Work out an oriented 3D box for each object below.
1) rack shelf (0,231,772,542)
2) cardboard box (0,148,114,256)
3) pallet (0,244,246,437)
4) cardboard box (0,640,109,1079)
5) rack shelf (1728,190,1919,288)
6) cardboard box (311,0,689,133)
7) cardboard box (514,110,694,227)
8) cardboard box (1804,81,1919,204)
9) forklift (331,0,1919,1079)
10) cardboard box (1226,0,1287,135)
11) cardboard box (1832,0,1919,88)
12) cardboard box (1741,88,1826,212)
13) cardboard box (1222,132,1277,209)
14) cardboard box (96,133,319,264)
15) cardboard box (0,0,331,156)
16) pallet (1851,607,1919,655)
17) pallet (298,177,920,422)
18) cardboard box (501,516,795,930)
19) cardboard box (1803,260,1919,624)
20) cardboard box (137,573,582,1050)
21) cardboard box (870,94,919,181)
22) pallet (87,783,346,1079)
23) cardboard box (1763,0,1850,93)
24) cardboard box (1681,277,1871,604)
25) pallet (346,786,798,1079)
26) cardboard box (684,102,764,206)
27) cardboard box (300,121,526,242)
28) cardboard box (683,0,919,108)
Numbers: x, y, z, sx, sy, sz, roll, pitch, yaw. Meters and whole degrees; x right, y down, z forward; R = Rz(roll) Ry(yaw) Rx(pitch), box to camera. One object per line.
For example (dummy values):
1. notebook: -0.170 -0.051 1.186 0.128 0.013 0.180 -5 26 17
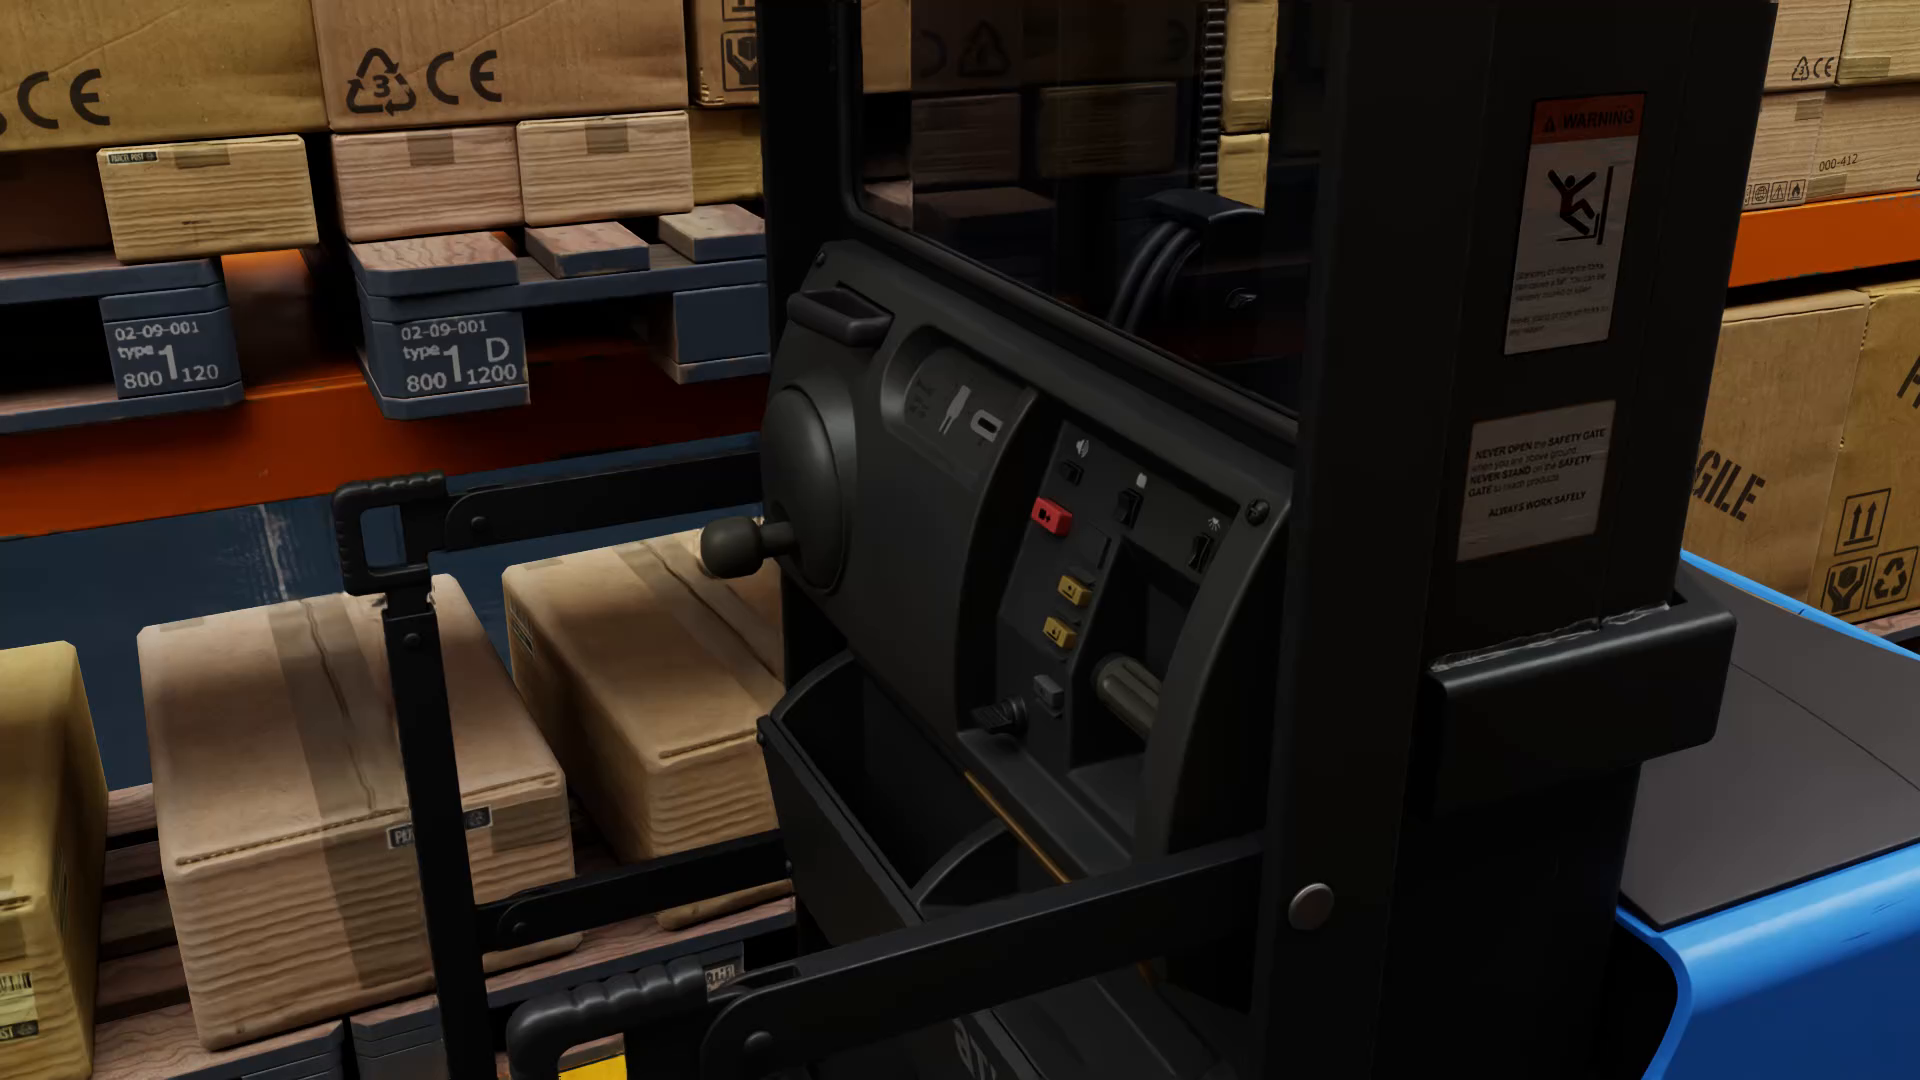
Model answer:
1. rack shelf: -1.781 -0.122 2.562 4.000 0.370 1.077 -10 25 -24
2. cardboard box: -1.344 -0.514 2.349 0.250 0.149 0.380 -10 25 -23
3. pallet: -1.745 -0.355 2.435 1.213 0.211 1.003 -10 25 -24
4. cardboard box: -1.840 0.574 2.829 0.625 0.372 0.950 -10 24 -22
5. rack shelf: 1.823 -0.785 4.165 4.000 0.370 1.077 -10 25 -24
6. cardboard box: -0.729 -0.903 2.440 0.500 0.500 0.500 -11 25 -24
7. cardboard box: -0.590 -0.602 2.561 0.250 0.149 0.380 -11 25 -24
8. cardboard box: 1.944 -0.970 3.868 0.500 0.250 0.500 -10 25 -24
9. forklift: -0.186 -0.035 1.503 3.031 2.935 1.130 -10 25 -23
10. cardboard box: 0.584 -0.946 3.157 0.500 0.250 0.500 -11 25 -24
11. cardboard box: 1.968 -1.190 3.745 0.500 0.250 0.500 -10 24 -23
12. cardboard box: 1.501 -0.887 3.667 0.500 0.250 0.500 -10 24 -22
13. cardboard box: 0.571 -0.711 3.241 0.500 0.250 0.500 -11 25 -25
14. cardboard box: -1.063 -0.512 2.344 0.250 0.149 0.380 -10 24 -23
15. cardboard box: -1.184 -0.818 2.237 0.500 0.500 0.500 -12 25 -27
16. pallet: 1.862 0.197 4.498 1.213 0.211 1.003 -10 25 -24
17. pallet: -0.575 -0.542 2.889 1.003 0.211 1.213 -10 25 -24
18. cardboard box: -0.493 0.325 3.430 0.625 0.372 0.950 -12 25 -27
19. cardboard box: 2.290 -0.379 4.472 0.875 0.875 0.875 -10 24 -22
20. cardboard box: -1.154 0.450 3.128 0.625 0.372 0.950 -11 25 -25
21. cardboard box: -0.173 -0.728 2.867 0.250 0.149 0.380 -9 24 -22
22. pallet: -1.782 0.833 2.962 1.213 0.211 1.003 -10 25 -24
23. cardboard box: 1.505 -1.110 3.552 0.500 0.250 0.500 -11 25 -24
24. cardboard box: 1.485 -0.230 4.114 0.875 0.875 0.875 -10 25 -23
25. pallet: -0.684 0.632 3.448 1.213 0.211 1.003 -10 25 -24
26. cardboard box: -0.383 -0.659 2.699 0.250 0.149 0.380 -10 25 -23
27. cardboard box: -0.821 -0.563 2.466 0.250 0.149 0.380 -12 25 -26
28. cardboard box: -0.268 -0.992 2.656 0.500 0.500 0.500 -11 25 -25
